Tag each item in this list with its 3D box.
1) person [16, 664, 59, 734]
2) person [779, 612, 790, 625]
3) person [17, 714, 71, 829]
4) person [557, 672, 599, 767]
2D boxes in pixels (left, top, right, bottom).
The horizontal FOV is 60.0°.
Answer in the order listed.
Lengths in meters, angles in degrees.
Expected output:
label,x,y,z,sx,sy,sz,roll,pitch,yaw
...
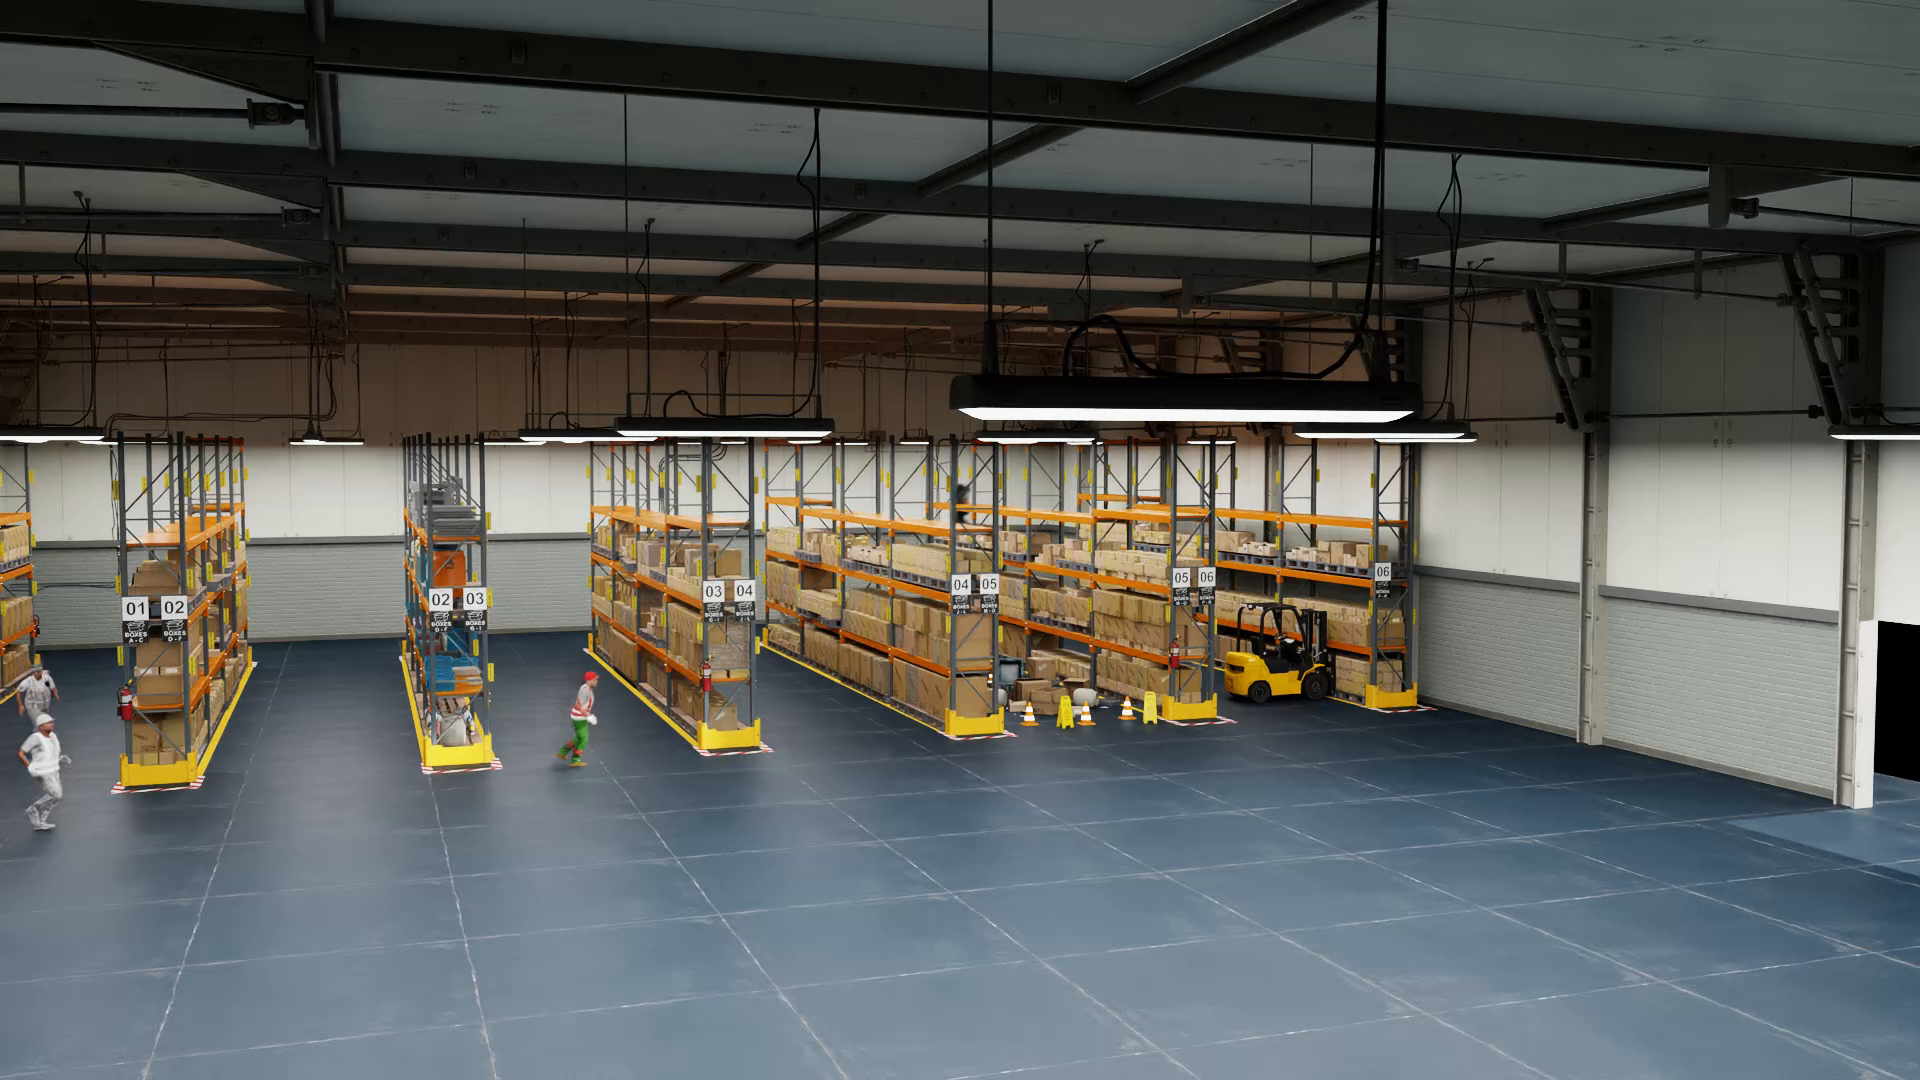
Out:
label,x,y,z,sx,sy,sz,roll,pitch,yaw
person,-17.376,3.177,31.457,0.838,1.725,0.669,1,3,22
person,-5.125,2.172,49.683,0.571,1.619,0.576,-2,4,-31
person,-13.629,3.470,24.864,0.588,1.734,0.687,0,3,2
person,-6.850,3.212,29.835,0.789,1.717,0.641,0,3,-7
